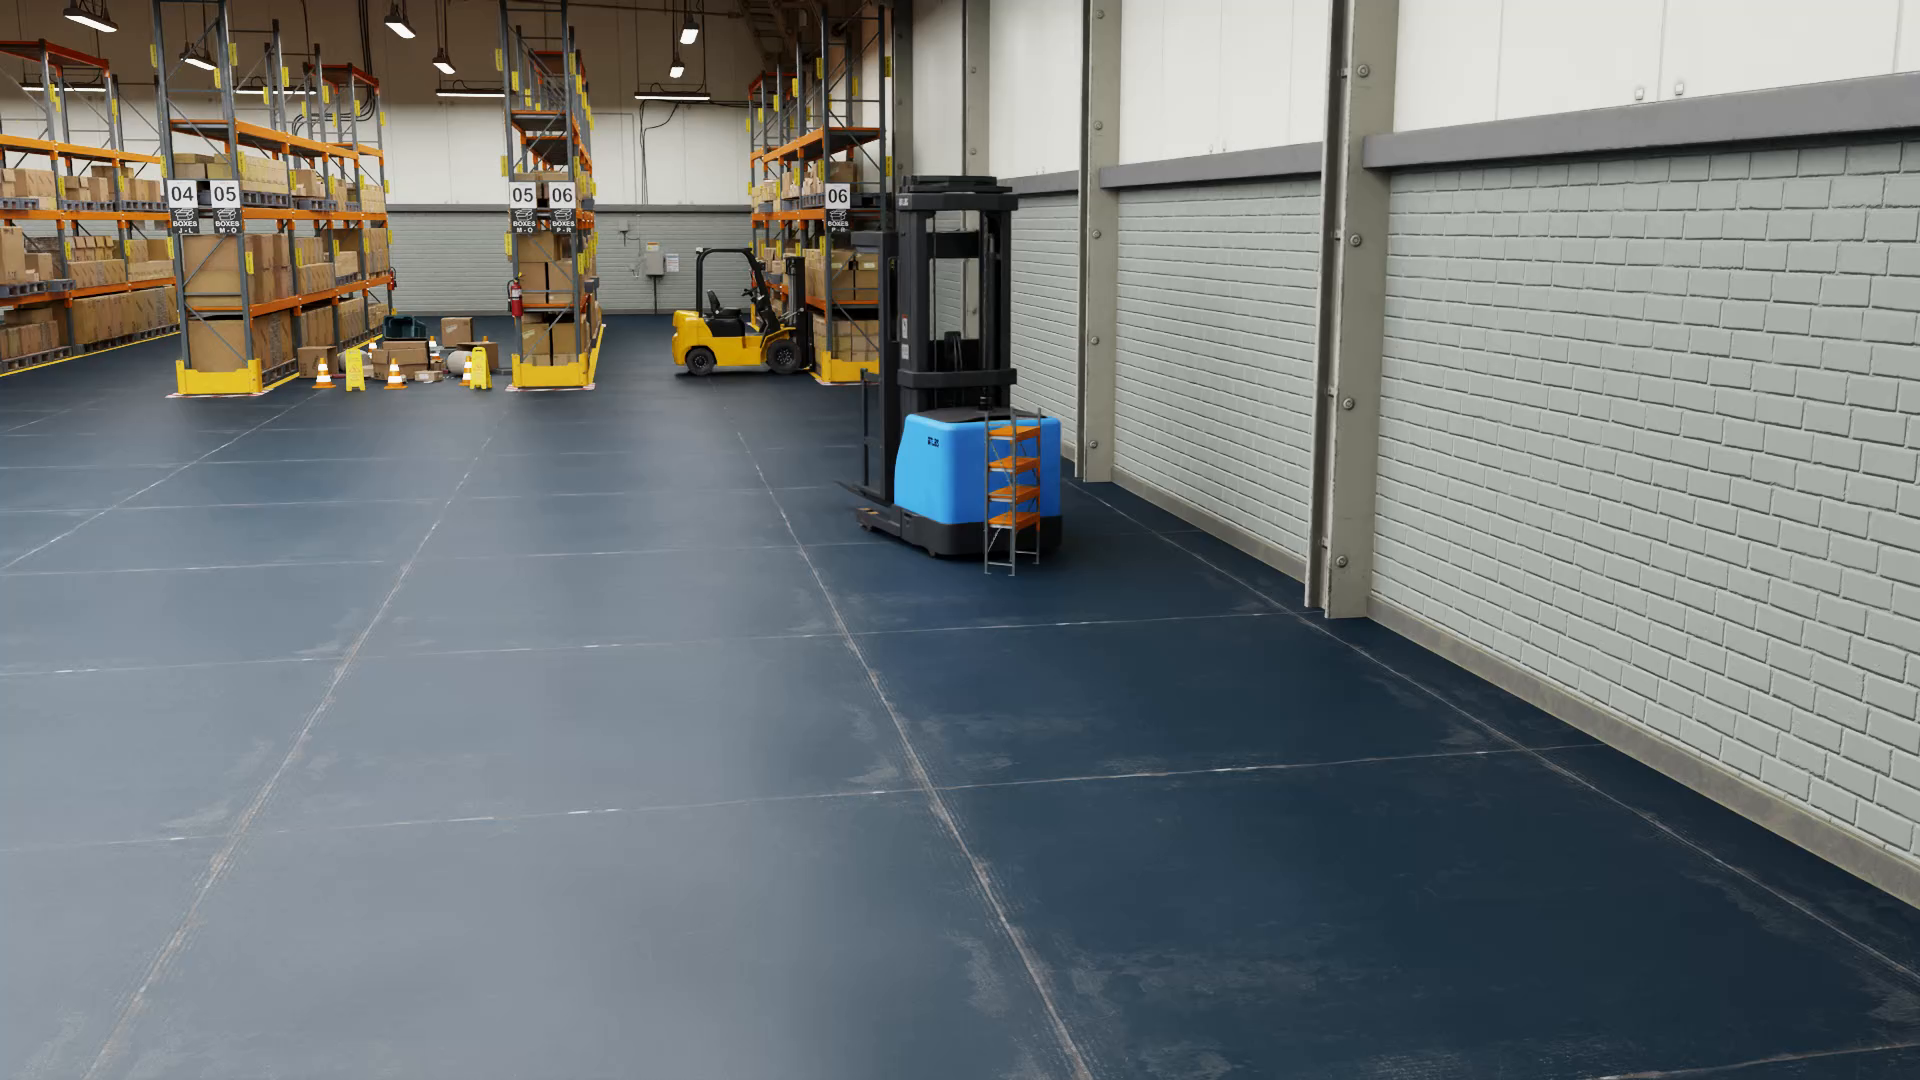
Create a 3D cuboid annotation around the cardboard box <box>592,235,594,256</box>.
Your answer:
[{"bbox_3d":[-8.948,-6.981,39.411,0.500,0.500,0.500,-2,11,-10],"label":"cardboard box"}]

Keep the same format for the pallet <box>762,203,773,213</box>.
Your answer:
[{"bbox_3d":[-3.782,-7.408,37.074,1.213,0.211,1.003,-2,11,-11],"label":"pallet"}]

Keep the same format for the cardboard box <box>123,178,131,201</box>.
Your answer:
[{"bbox_3d":[-18.945,-7.815,37.055,0.700,0.500,0.500,-2,11,-8],"label":"cardboard box"}]

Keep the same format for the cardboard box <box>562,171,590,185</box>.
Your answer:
[{"bbox_3d":[-7.184,-6.755,31.082,0.500,0.250,0.500,-2,11,-12],"label":"cardboard box"}]

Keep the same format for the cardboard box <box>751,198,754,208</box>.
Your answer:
[{"bbox_3d":[-5.004,-8.527,42.058,0.508,0.250,0.508,-2,11,-11],"label":"cardboard box"}]

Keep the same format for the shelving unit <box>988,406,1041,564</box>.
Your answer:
[{"bbox_3d":[0.399,-0.373,12.448,0.258,1.200,0.492,5,12,24],"label":"shelving unit"}]

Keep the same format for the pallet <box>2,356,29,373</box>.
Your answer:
[{"bbox_3d":[-17.230,-3.103,29.434,1.003,0.211,1.213,-2,11,-11],"label":"pallet"}]

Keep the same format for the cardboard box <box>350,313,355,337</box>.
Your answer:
[{"bbox_3d":[-13.063,-4.529,35.030,0.500,0.500,0.500,-2,11,-12],"label":"cardboard box"}]

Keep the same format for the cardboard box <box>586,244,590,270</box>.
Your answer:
[{"bbox_3d":[-7.563,-5.565,32.727,0.500,0.500,0.500,-3,11,-15],"label":"cardboard box"}]

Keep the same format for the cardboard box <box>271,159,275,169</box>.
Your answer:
[{"bbox_3d":[-11.611,-6.248,27.625,0.380,0.149,0.250,-2,11,-11],"label":"cardboard box"}]

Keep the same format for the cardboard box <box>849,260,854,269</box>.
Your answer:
[{"bbox_3d":[-1.675,-4.667,28.192,0.380,0.149,0.250,-2,11,-12],"label":"cardboard box"}]

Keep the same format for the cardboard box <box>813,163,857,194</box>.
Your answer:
[{"bbox_3d":[-2.137,-6.180,28.462,0.700,0.500,0.500,-2,11,-11],"label":"cardboard box"}]

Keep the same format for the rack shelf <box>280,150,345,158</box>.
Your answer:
[{"bbox_3d":[-13.359,-8.085,34.580,0.919,0.124,3.809,-2,11,-11],"label":"rack shelf"}]

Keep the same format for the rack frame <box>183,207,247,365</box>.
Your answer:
[{"bbox_3d":[-11.418,-3.758,25.418,0.949,2.616,0.053,-2,11,-11],"label":"rack frame"}]

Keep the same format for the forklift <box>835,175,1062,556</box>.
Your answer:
[{"bbox_3d":[-0.249,-1.547,13.985,1.130,2.935,3.031,-5,12,-23],"label":"forklift"}]

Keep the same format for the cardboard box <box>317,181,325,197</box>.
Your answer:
[{"bbox_3d":[-12.473,-6.730,31.857,0.500,0.311,0.500,-2,11,-11],"label":"cardboard box"}]

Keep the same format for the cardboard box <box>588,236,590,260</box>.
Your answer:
[{"bbox_3d":[-8.182,-6.250,35.568,0.500,0.500,0.500,-2,11,-9],"label":"cardboard box"}]

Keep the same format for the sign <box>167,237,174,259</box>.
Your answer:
[{"bbox_3d":[-11.949,-4.426,25.198,0.100,0.325,0.005,-2,11,-11],"label":"sign"}]

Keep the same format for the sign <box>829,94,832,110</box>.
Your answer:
[{"bbox_3d":[-2.723,-9.110,34.569,0.100,0.325,0.005,-2,11,-11],"label":"sign"}]

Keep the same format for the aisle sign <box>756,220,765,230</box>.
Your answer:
[{"bbox_3d":[-5.124,-8.351,42.598,0.394,0.787,0.004,-2,11,-11],"label":"aisle sign"}]

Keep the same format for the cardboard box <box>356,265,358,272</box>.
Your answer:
[{"bbox_3d":[-13.477,-5.976,36.622,0.380,0.149,0.250,-2,11,-12],"label":"cardboard box"}]

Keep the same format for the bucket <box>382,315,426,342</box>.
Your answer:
[{"bbox_3d":[-9.904,-3.689,29.747,0.726,0.611,0.620,2,1,9],"label":"bucket"}]

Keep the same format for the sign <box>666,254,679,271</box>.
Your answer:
[{"bbox_3d":[-8.277,-7.983,47.872,0.329,0.494,0.001,-2,11,-11],"label":"sign"}]

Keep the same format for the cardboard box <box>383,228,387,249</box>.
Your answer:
[{"bbox_3d":[-14.193,-7.304,40.312,0.500,0.500,0.500,-2,11,-12],"label":"cardboard box"}]

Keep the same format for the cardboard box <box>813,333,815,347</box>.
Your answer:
[{"bbox_3d":[-2.320,-3.503,28.973,0.500,0.250,0.500,-2,11,-12],"label":"cardboard box"}]

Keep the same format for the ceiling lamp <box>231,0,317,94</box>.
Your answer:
[{"bbox_3d":[-17.446,-12.930,41.950,2.000,3.185,0.800,-2,11,-11],"label":"ceiling lamp"}]

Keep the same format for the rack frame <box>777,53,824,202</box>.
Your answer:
[{"bbox_3d":[-3.266,-8.552,34.562,1.000,3.000,0.127,-2,11,-11],"label":"rack frame"}]

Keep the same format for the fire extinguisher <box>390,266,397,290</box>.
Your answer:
[{"bbox_3d":[-14.123,-6.534,41.210,0.296,0.674,0.183,-2,11,-11],"label":"fire extinguisher"}]

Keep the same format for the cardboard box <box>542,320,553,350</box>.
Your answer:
[{"bbox_3d":[-7.095,-3.414,27.834,0.500,0.500,0.500,-2,11,-9],"label":"cardboard box"}]

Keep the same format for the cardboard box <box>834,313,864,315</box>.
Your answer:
[{"bbox_3d":[-2.004,-3.949,29.980,0.500,0.250,0.500,-2,11,-11],"label":"cardboard box"}]

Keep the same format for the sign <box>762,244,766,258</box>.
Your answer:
[{"bbox_3d":[-4.575,-6.743,38.785,0.100,0.325,0.005,-2,11,-11],"label":"sign"}]

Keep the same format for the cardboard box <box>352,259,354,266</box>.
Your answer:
[{"bbox_3d":[-13.380,-6.028,36.100,0.380,0.149,0.250,-2,11,-9],"label":"cardboard box"}]

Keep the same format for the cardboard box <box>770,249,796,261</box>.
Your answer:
[{"bbox_3d":[-3.765,-6.155,36.611,0.797,0.503,0.637,-2,11,-12],"label":"cardboard box"}]

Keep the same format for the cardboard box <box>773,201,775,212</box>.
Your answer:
[{"bbox_3d":[-3.800,-7.274,36.271,0.500,0.250,0.500,-2,11,-11],"label":"cardboard box"}]

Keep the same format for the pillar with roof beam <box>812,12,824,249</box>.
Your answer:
[{"bbox_3d":[-7.518,-9.290,38.437,9.100,9.000,0.400,-2,11,-11],"label":"pillar with roof beam"}]

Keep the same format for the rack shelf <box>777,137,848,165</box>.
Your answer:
[{"bbox_3d":[-2.877,-7.635,32.739,1.077,0.370,4.000,-2,11,-11],"label":"rack shelf"}]

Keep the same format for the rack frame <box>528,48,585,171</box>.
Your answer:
[{"bbox_3d":[-8.135,-8.371,33.610,1.000,3.000,0.127,-2,11,-11],"label":"rack frame"}]

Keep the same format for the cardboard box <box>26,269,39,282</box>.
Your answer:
[{"bbox_3d":[-17.266,-4.908,30.695,0.396,0.266,0.258,-2,11,-13],"label":"cardboard box"}]

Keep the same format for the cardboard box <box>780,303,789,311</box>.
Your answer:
[{"bbox_3d":[-3.694,-5.032,35.941,0.380,0.149,0.250,-3,11,-14],"label":"cardboard box"}]

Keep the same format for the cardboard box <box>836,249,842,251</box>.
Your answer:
[{"bbox_3d":[-2.057,-5.242,30.418,0.380,0.149,0.250,-2,11,-12],"label":"cardboard box"}]

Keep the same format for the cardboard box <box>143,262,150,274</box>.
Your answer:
[{"bbox_3d":[-18.666,-6.151,37.599,0.500,0.250,0.500,-2,11,-10],"label":"cardboard box"}]

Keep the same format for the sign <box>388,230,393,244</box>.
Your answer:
[{"bbox_3d":[-13.978,-7.433,40.785,0.100,0.325,0.005,-2,11,-11],"label":"sign"}]

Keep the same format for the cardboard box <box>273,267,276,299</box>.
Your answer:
[{"bbox_3d":[-11.990,-4.295,27.838,0.875,0.550,0.550,-2,11,-11],"label":"cardboard box"}]

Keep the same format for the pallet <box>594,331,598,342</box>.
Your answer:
[{"bbox_3d":[-8.448,-4.425,36.379,1.003,0.211,1.213,-2,11,-11],"label":"pallet"}]

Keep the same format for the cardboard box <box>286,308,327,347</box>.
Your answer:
[{"bbox_3d":[-12.767,-4.051,31.853,1.050,0.750,0.750,-2,11,-10],"label":"cardboard box"}]

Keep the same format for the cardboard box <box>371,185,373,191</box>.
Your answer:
[{"bbox_3d":[-13.896,-8.201,38.735,0.380,0.149,0.250,-2,11,-13],"label":"cardboard box"}]

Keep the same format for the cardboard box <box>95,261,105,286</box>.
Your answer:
[{"bbox_3d":[-17.984,-5.492,34.260,0.500,0.500,0.500,-2,11,-11],"label":"cardboard box"}]

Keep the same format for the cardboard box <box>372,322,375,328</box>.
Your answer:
[{"bbox_3d":[-13.556,-4.892,37.878,0.380,0.149,0.250,-2,11,-9],"label":"cardboard box"}]

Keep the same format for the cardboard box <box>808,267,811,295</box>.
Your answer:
[{"bbox_3d":[-2.441,-4.642,29.795,0.500,0.500,0.500,-2,11,-12],"label":"cardboard box"}]

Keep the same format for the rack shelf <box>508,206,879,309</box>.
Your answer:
[{"bbox_3d":[-4.593,-4.903,28.758,5.918,1.649,4.000,-2,11,-11],"label":"rack shelf"}]

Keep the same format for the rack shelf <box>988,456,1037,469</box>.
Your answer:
[{"bbox_3d":[0.397,-0.578,12.404,0.221,0.021,0.457,5,12,24],"label":"rack shelf"}]

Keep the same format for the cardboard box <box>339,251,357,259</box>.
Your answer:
[{"bbox_3d":[-13.377,-6.174,36.070,0.428,0.149,1.299,-2,11,-13],"label":"cardboard box"}]

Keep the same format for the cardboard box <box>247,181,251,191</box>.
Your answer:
[{"bbox_3d":[-11.217,-5.485,25.750,0.380,0.149,0.250,-2,11,-10],"label":"cardboard box"}]

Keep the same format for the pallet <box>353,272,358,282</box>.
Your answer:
[{"bbox_3d":[-13.742,-5.719,36.236,1.003,0.211,1.213,-2,11,-11],"label":"pallet"}]

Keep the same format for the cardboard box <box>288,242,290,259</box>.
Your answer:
[{"bbox_3d":[-12.295,-5.123,29.648,0.700,0.500,0.500,-2,11,-12],"label":"cardboard box"}]
